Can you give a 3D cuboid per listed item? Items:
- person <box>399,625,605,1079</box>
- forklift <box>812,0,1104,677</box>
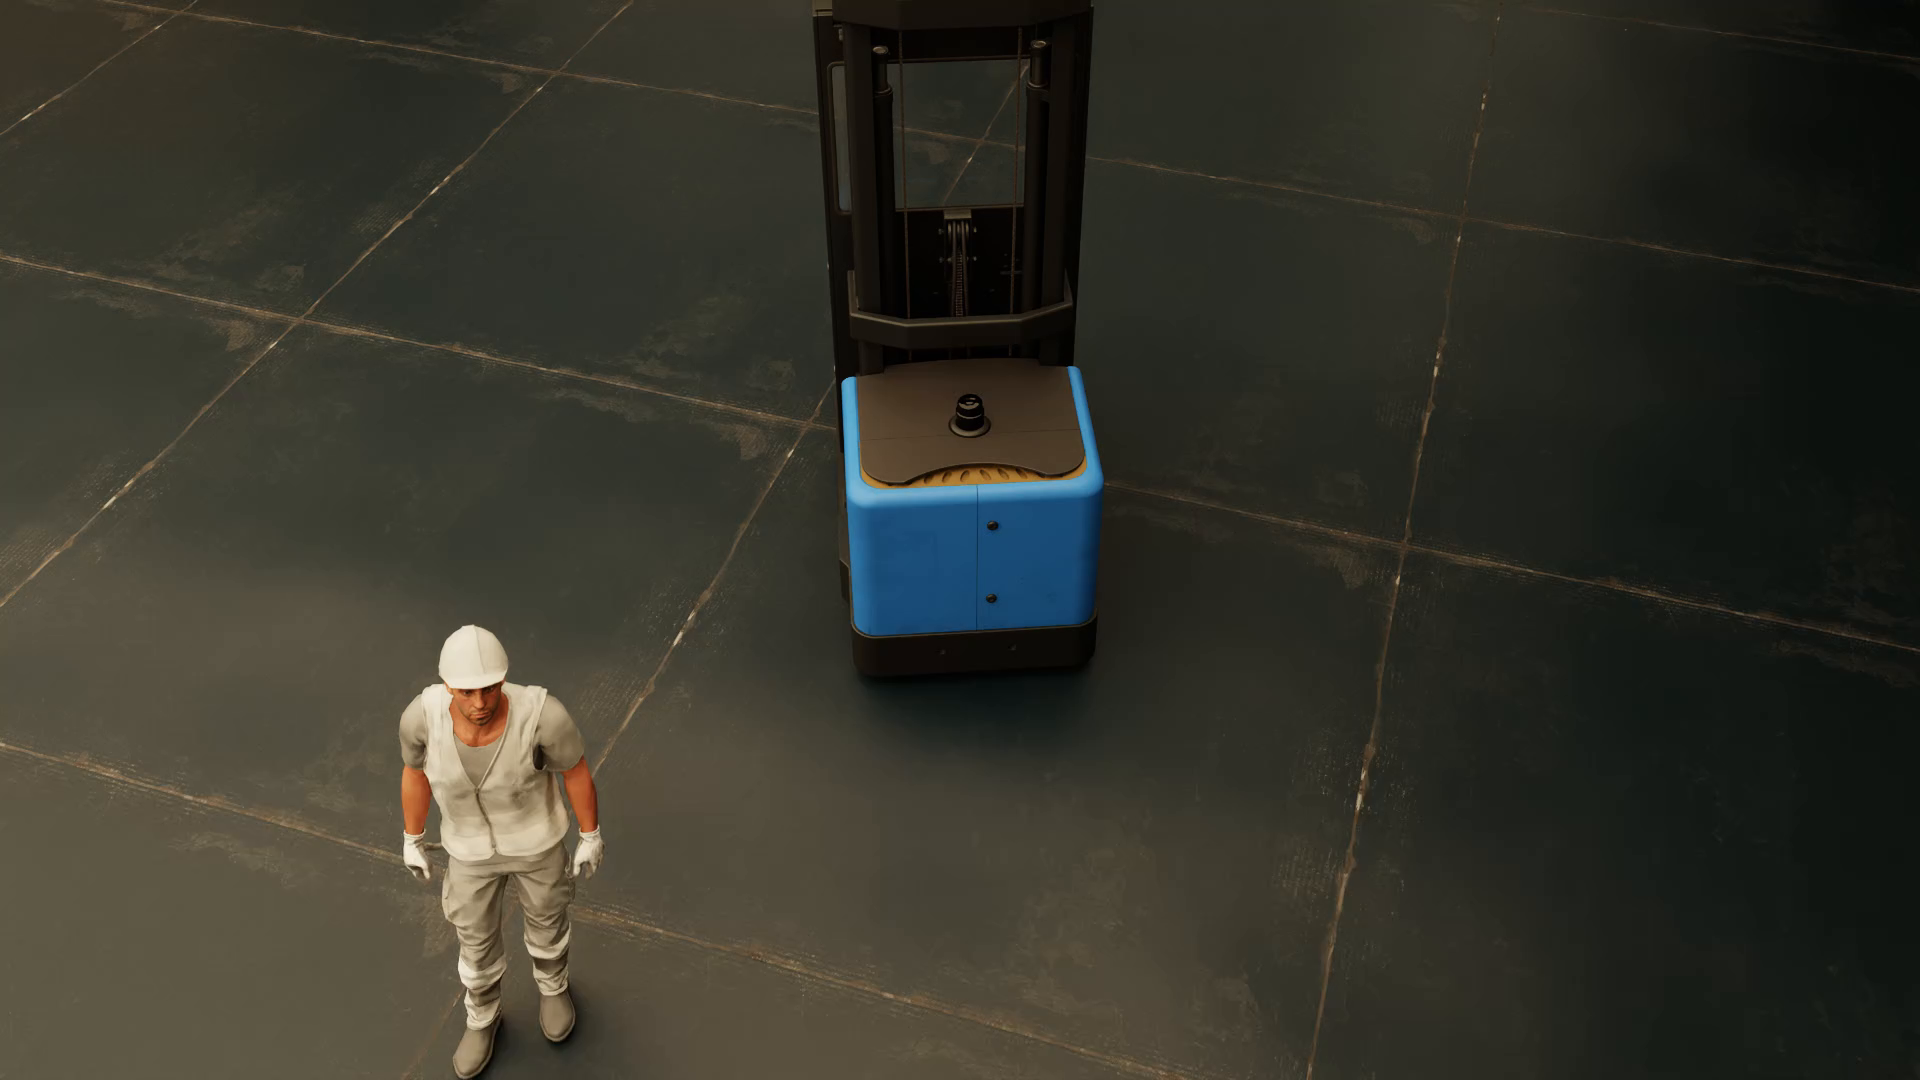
[{"bbox_3d":[-1.488,1.034,5.405,0.638,1.788,0.562,-4,43,-4],"label":"person"},{"bbox_3d":[-0.048,-1.486,7.287,1.130,2.935,3.031,-3,43,-3],"label":"forklift"}]
